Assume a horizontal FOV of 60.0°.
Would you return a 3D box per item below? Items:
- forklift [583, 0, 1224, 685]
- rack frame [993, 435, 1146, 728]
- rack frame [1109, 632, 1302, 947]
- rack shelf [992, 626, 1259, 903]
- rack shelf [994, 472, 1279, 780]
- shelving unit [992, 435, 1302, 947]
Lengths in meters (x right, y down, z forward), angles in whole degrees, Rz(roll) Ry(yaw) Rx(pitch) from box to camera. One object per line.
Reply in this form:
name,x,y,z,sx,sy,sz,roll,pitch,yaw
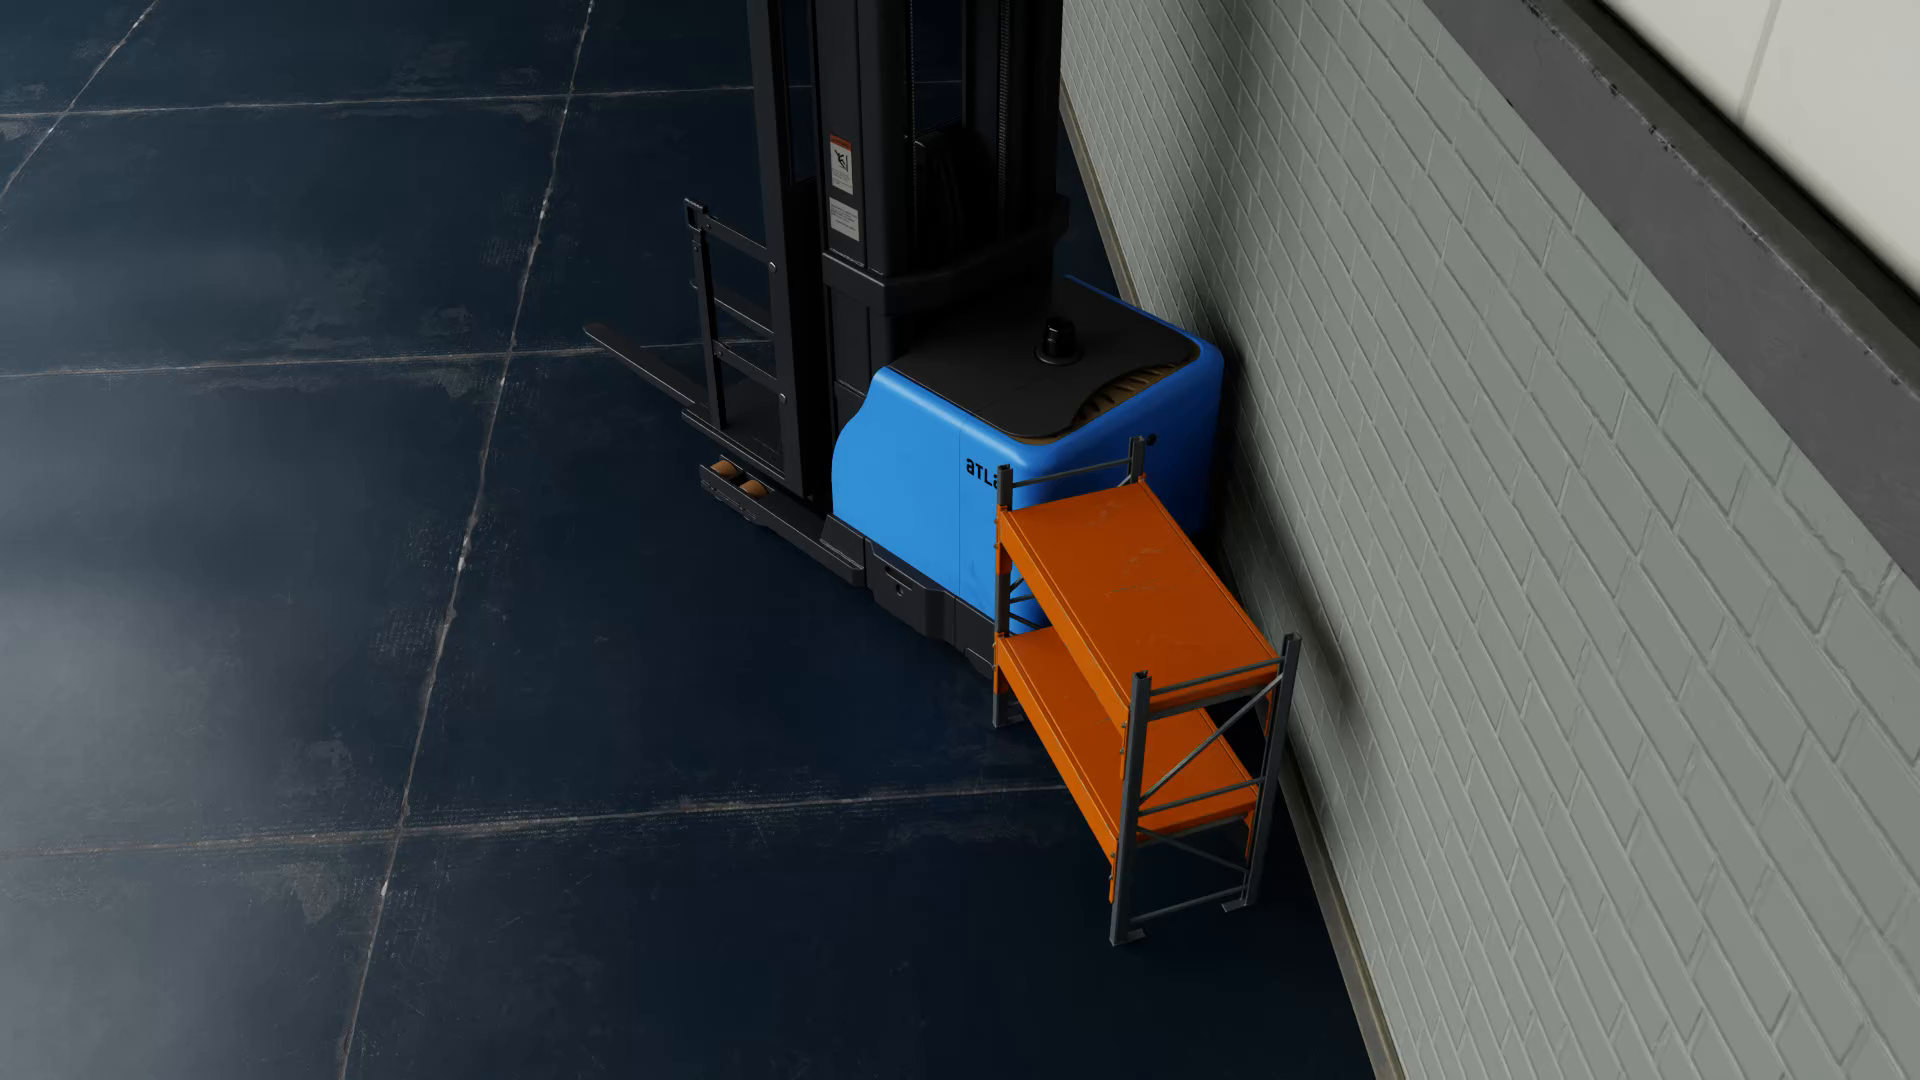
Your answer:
forklift,-0.436,-1.427,6.192,1.130,2.935,3.031,-31,48,-33
rack frame,0.357,0.165,5.632,0.500,1.125,0.032,-13,40,-16
rack frame,0.705,0.757,4.883,0.500,1.125,0.032,-13,40,-16
rack shelf,0.531,0.653,5.409,0.538,0.278,1.000,-13,40,-16
rack shelf,0.531,0.231,5.076,0.538,0.278,1.000,-13,40,-16
shelving unit,0.531,0.461,5.257,0.538,1.125,1.048,-13,40,-16
